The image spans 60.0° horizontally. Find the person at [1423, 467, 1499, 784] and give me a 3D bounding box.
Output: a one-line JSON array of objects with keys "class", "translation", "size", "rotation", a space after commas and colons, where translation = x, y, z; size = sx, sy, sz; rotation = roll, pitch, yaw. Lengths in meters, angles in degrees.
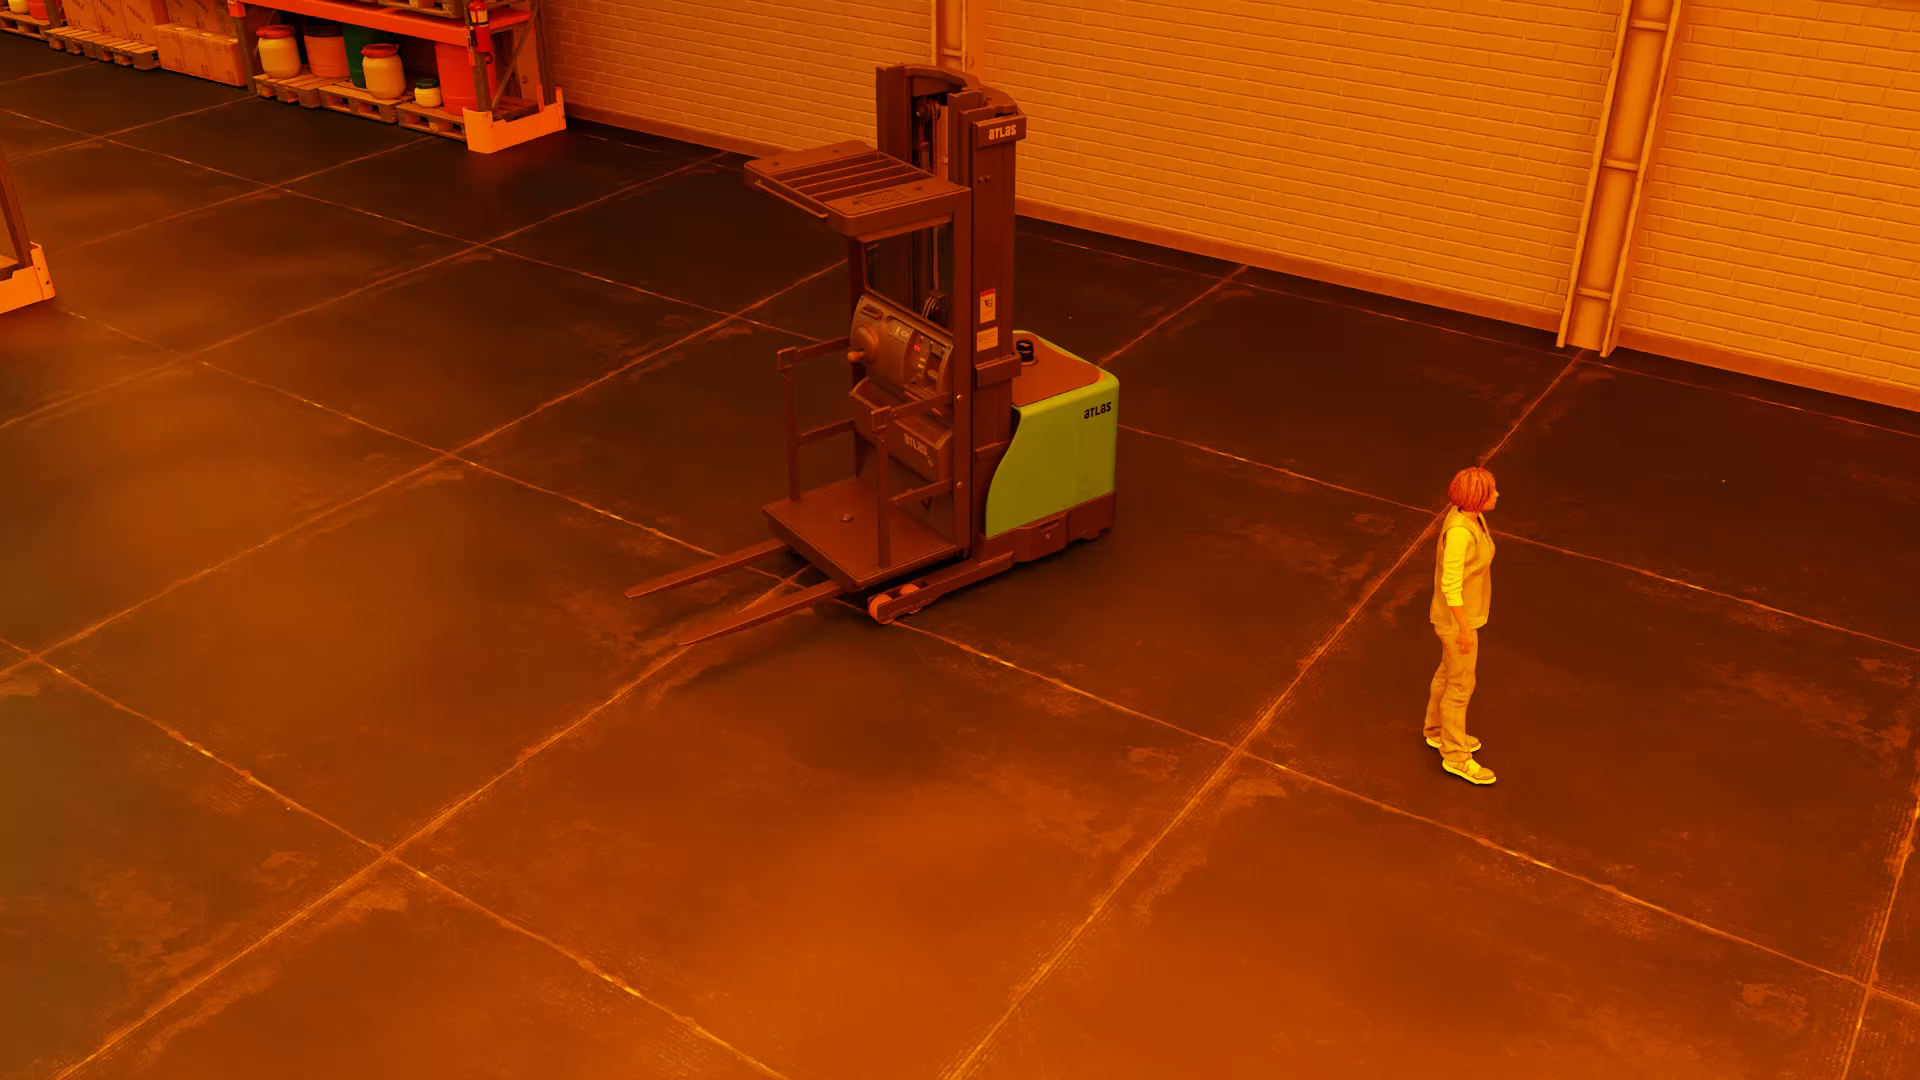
[{"class": "person", "translation": [2.548, 0.394, 8.217], "size": [0.472, 1.600, 0.521], "rotation": [11, 32, 18]}]

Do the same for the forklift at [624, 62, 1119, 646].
[{"class": "forklift", "translation": [-0.508, -1.082, 9.444], "size": [3.031, 2.935, 1.130], "rotation": [-20, 36, -31]}]
